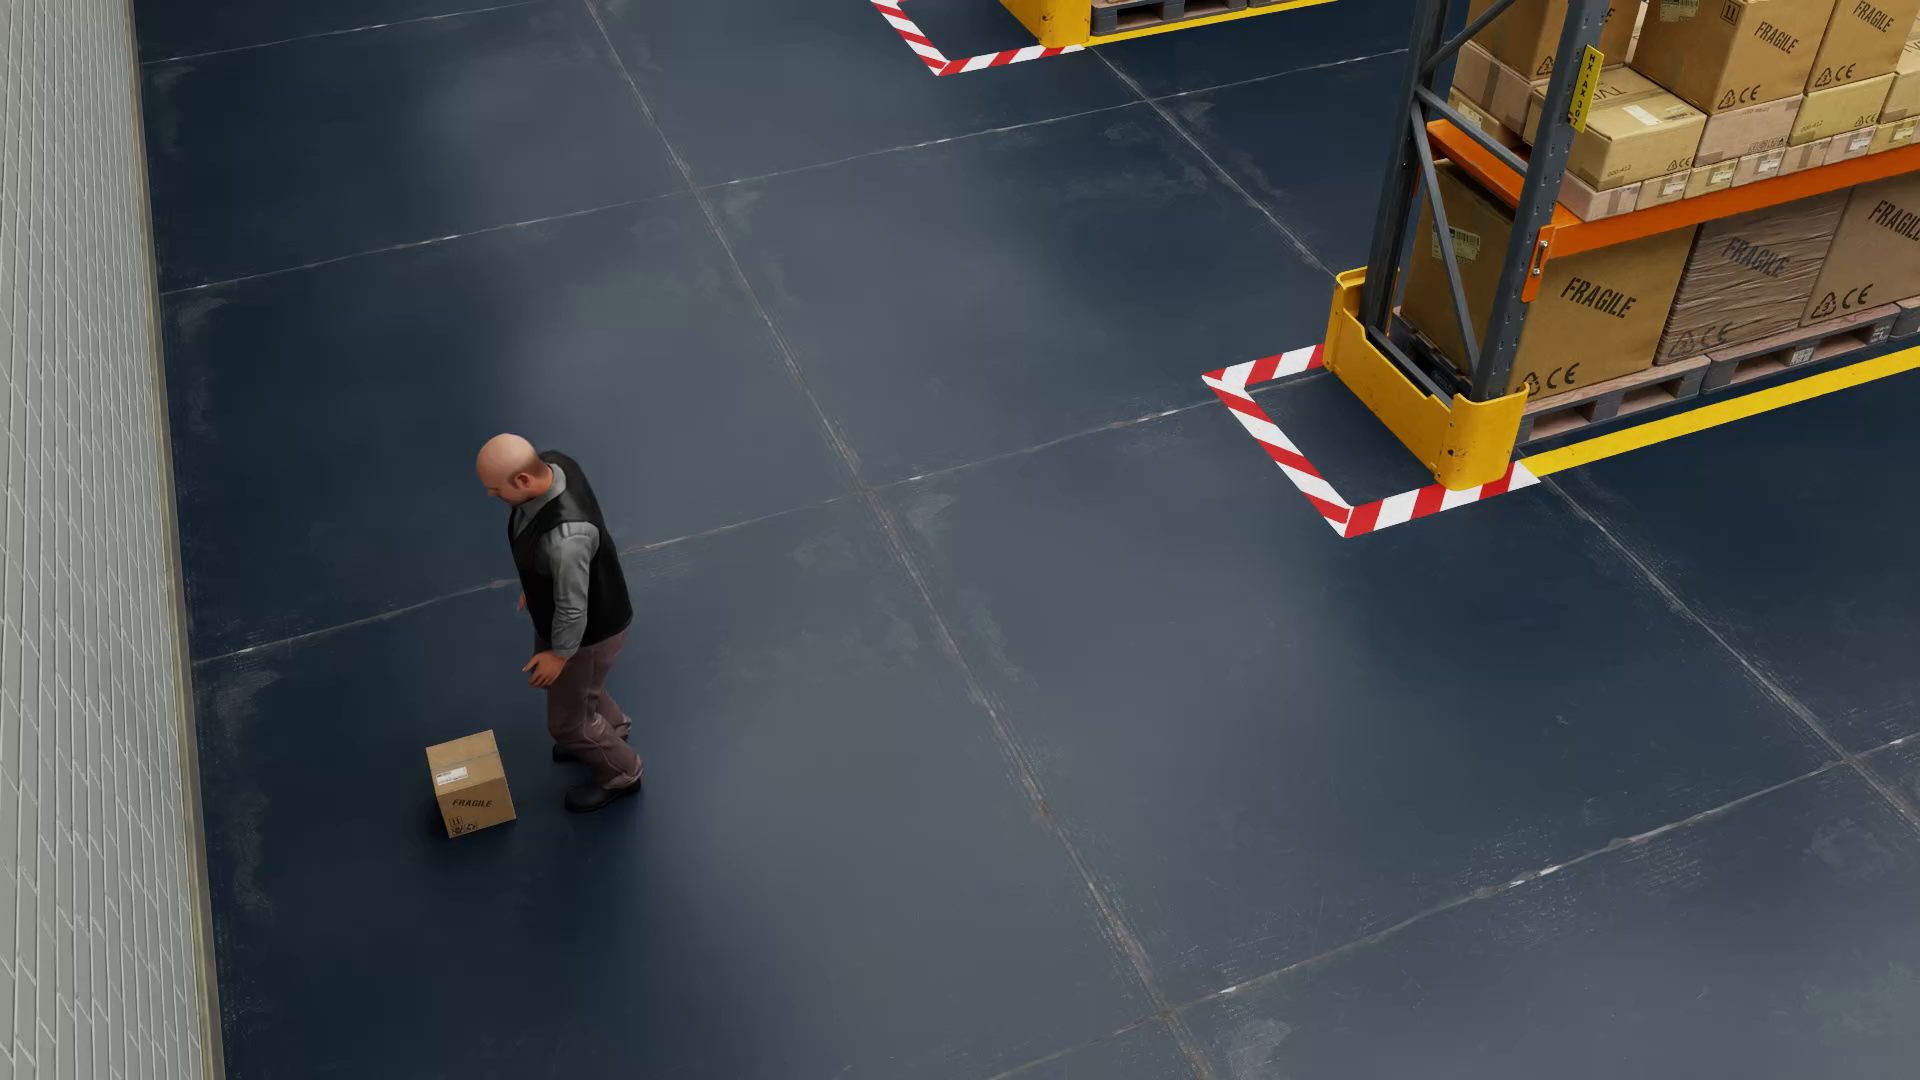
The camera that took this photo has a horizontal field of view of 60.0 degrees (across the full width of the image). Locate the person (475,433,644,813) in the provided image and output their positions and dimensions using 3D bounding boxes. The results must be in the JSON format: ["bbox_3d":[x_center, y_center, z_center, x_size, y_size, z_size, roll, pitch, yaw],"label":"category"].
[{"bbox_3d":[-1.375,0.285,5.896,0.416,1.679,0.556,-14,43,-16],"label":"person"}]
